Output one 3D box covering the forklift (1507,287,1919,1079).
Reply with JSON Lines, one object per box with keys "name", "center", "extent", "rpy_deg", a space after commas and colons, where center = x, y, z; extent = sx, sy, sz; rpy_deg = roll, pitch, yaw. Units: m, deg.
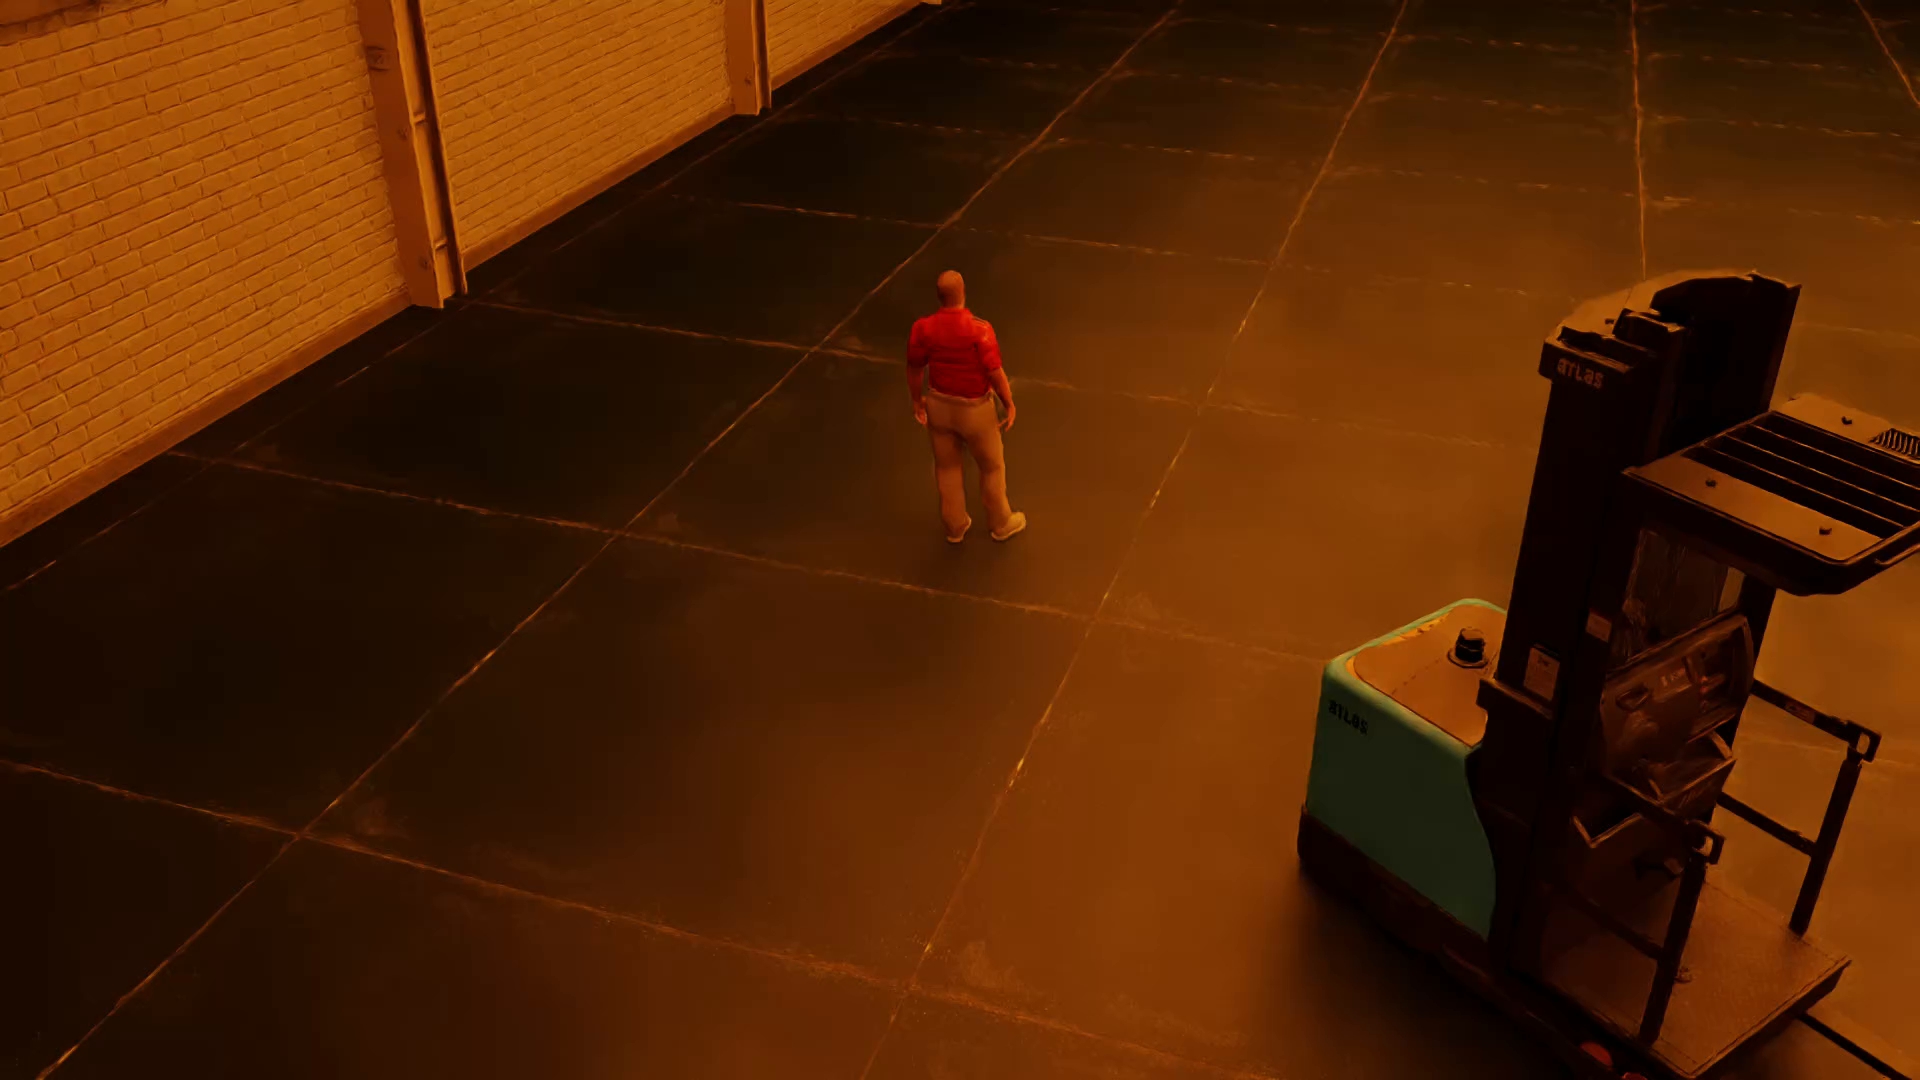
{"name": "forklift", "center": [2.833, 0.688, 5.995], "extent": [1.101, 2.867, 2.884], "rpy_deg": [-19, 35, -30]}
